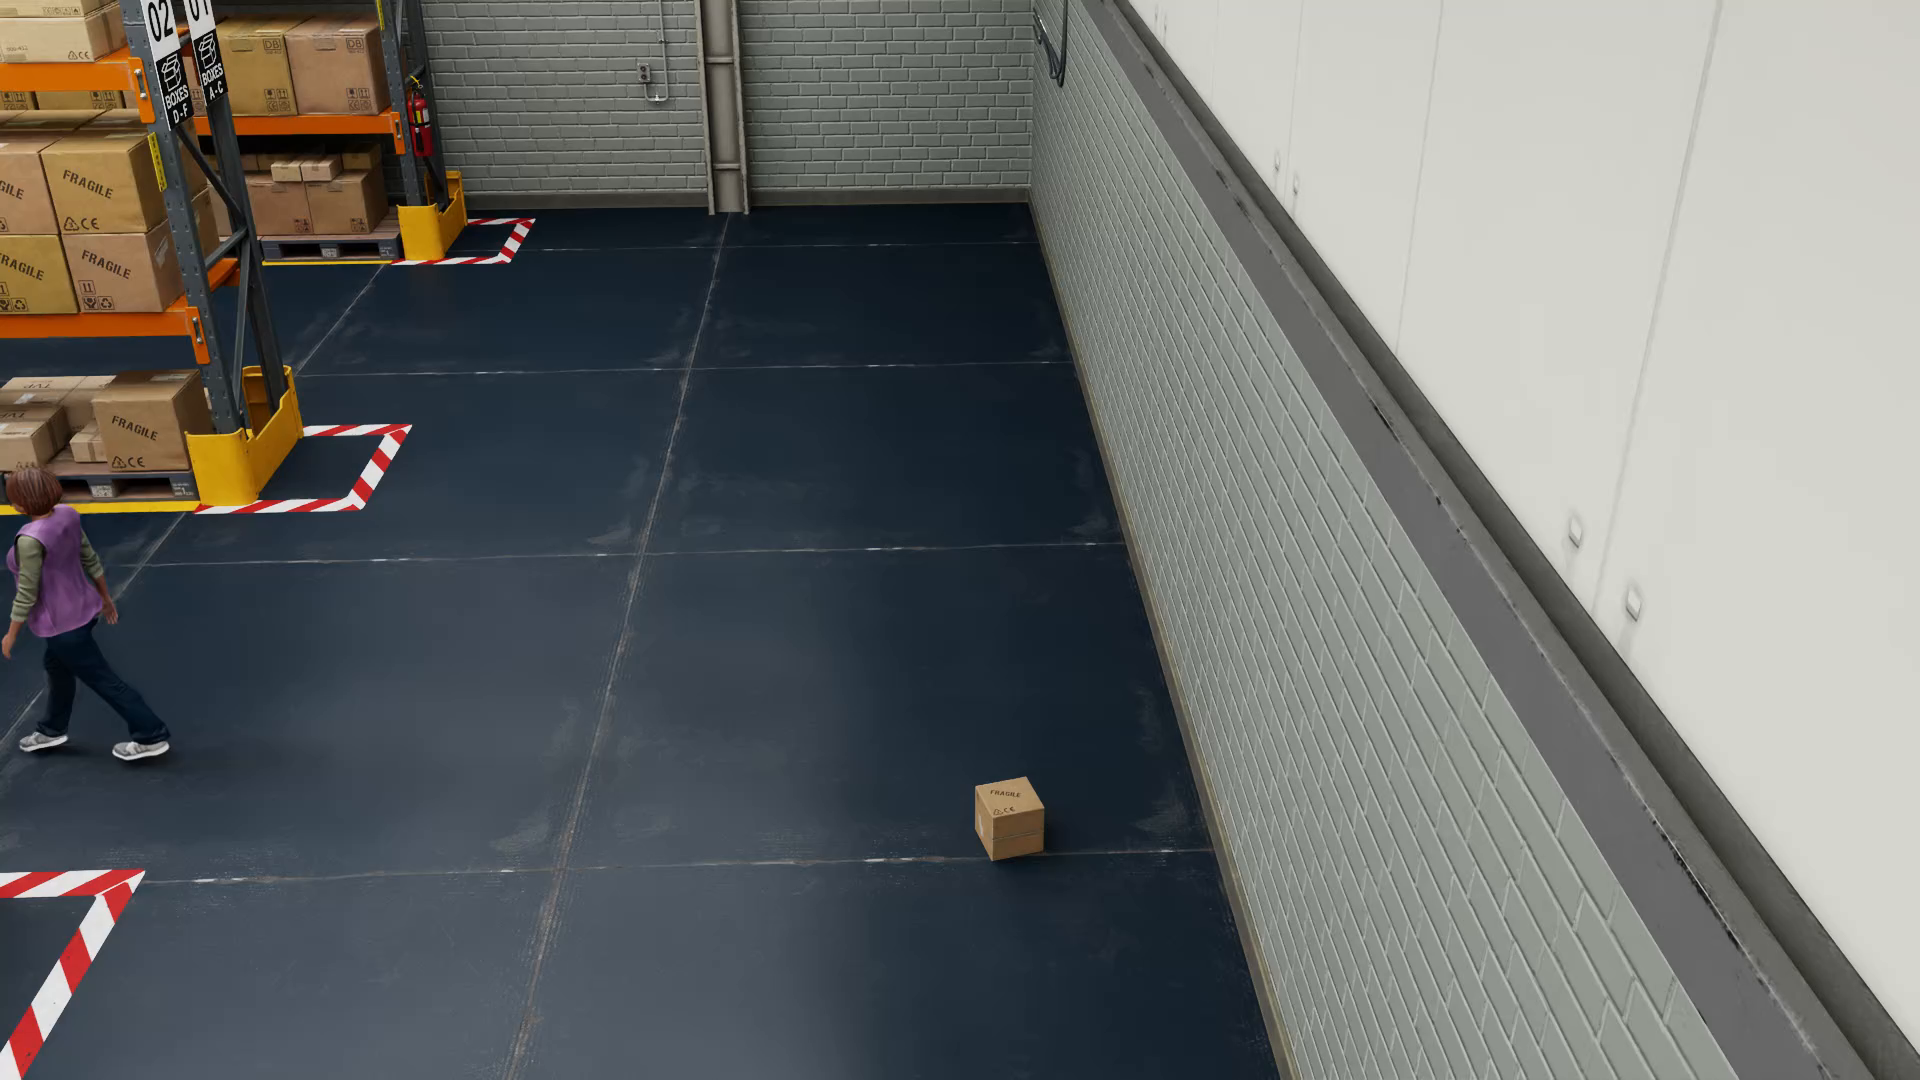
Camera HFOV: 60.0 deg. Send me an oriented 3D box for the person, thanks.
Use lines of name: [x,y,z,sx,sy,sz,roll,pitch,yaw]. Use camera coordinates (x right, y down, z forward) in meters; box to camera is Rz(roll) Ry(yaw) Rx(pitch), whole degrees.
person: [-4.308,0.388,7.889,0.809,1.587,0.449,-1,28,-2]
